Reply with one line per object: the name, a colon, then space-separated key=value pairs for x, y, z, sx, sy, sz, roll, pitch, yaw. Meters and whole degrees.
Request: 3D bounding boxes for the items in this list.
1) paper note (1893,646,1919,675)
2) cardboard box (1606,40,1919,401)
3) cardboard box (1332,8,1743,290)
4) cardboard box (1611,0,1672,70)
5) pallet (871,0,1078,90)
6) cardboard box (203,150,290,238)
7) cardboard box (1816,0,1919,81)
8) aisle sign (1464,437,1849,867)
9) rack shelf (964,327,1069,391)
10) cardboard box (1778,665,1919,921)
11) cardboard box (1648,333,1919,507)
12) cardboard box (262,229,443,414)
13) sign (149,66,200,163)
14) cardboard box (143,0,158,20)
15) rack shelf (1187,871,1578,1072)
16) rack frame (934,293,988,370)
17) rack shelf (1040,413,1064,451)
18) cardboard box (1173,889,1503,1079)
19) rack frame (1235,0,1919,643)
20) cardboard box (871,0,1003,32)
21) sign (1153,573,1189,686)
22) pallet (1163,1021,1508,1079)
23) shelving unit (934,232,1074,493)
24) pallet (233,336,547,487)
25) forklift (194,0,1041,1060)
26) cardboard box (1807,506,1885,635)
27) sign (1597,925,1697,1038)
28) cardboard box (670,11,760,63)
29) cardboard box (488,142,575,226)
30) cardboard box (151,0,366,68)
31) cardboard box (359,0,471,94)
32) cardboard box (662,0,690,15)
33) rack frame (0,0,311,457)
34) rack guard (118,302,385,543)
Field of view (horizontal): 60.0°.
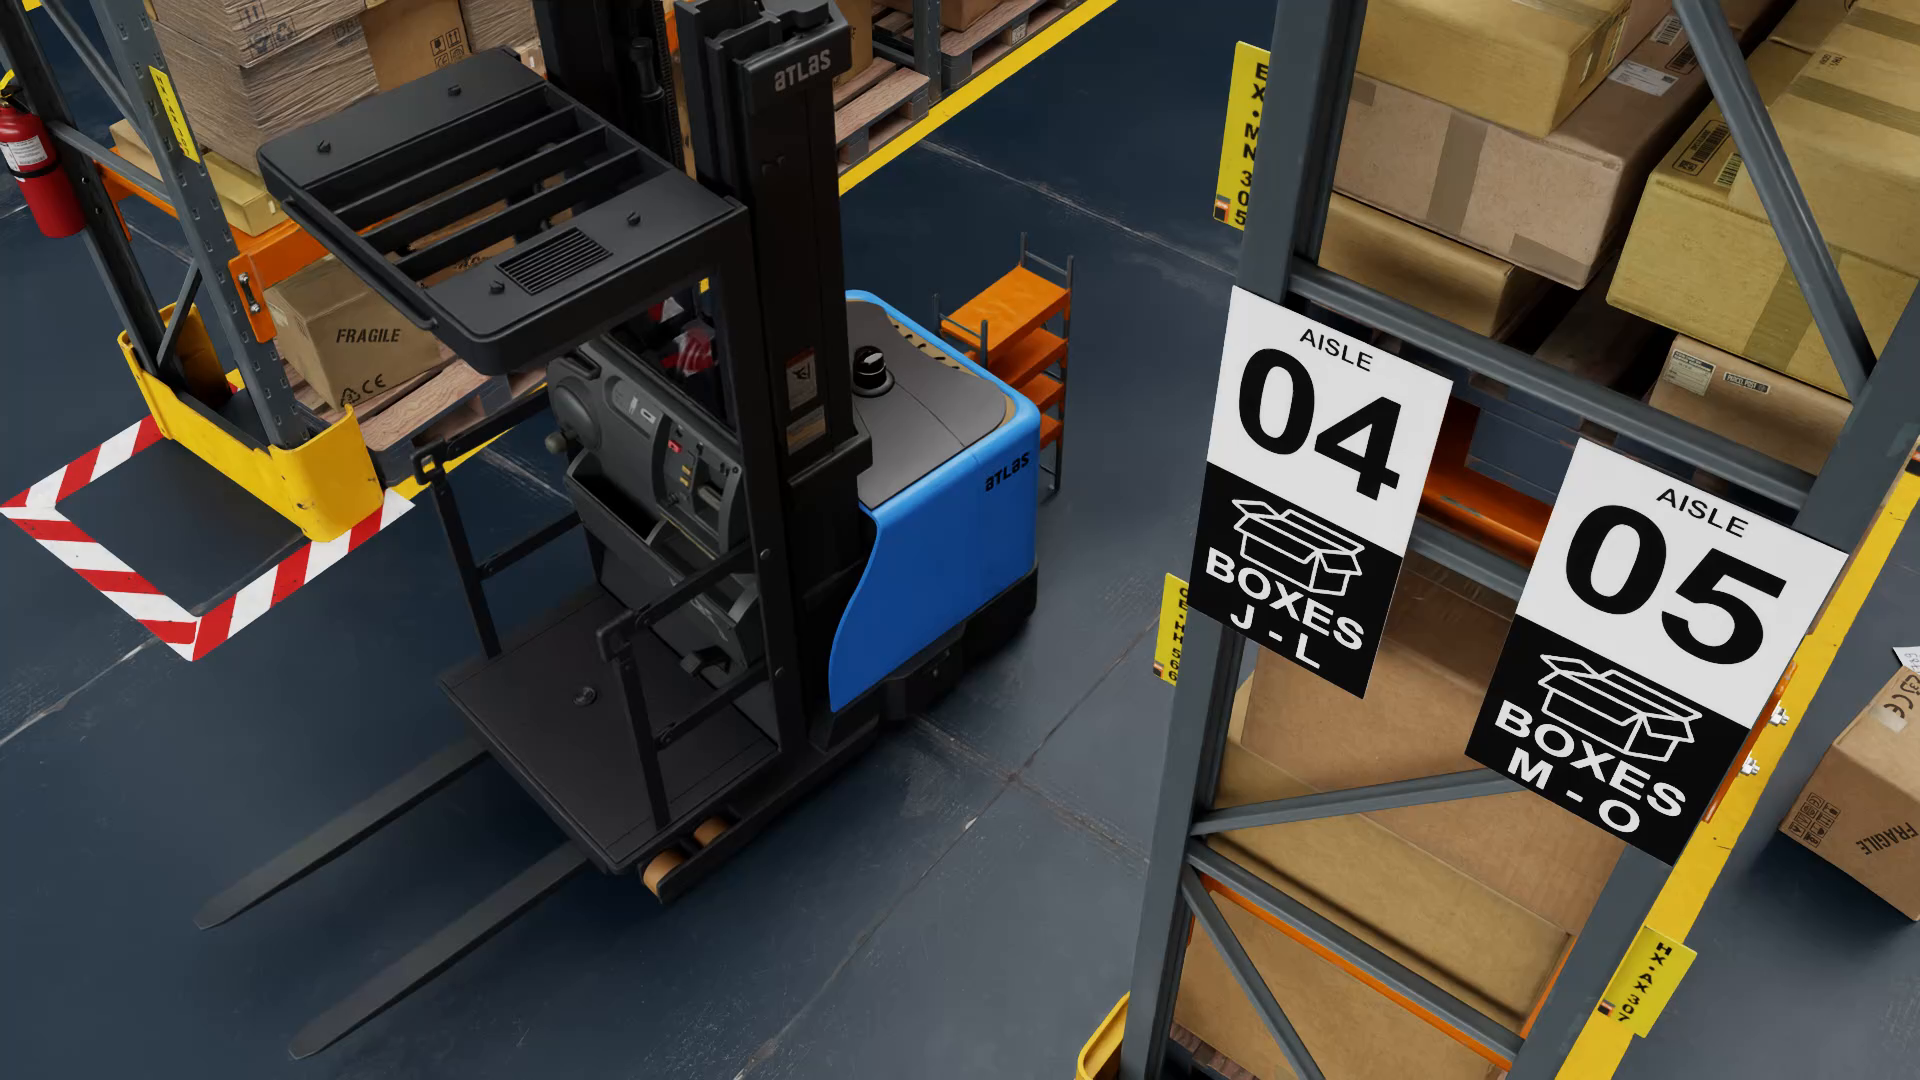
paper note: x=3.637 y=0.453 z=6.296 sx=0.147 sy=0.020 sz=0.142 roll=-2 pitch=46 yaw=-2
cardboard box: x=1.384 y=-0.498 z=2.615 sx=0.500 sy=0.250 sz=0.500 roll=29 pitch=53 yaw=25
cardboard box: x=0.964 y=-0.739 z=2.845 sx=0.500 sy=0.250 sz=0.500 roll=30 pitch=53 yaw=25
cardboard box: x=0.977 y=-0.958 z=2.779 sx=0.380 sy=0.149 sz=0.250 roll=29 pitch=53 yaw=25
pallet: x=-0.057 y=-3.091 z=9.556 sx=1.003 sy=0.211 sz=1.213 roll=29 pitch=53 yaw=25
cardboard box: x=-2.615 y=-1.290 z=6.081 sx=0.380 sy=0.149 sz=0.250 roll=29 pitch=53 yaw=25
cardboard box: x=1.496 y=-0.666 z=2.500 sx=0.380 sy=0.149 sz=0.250 roll=29 pitch=53 yaw=25
aisle sign: x=1.080 y=0.207 z=2.680 sx=0.394 sy=0.787 sz=0.004 roll=29 pitch=53 yaw=25
rack shelf: x=0.162 y=-0.647 z=6.322 sx=0.258 sy=0.148 sz=0.480 roll=32 pitch=54 yaw=27
cardboard box: x=3.194 y=0.847 z=5.593 sx=0.500 sy=0.500 sz=0.500 roll=-33 pitch=55 yaw=-28
cardboard box: x=1.349 y=-0.252 z=2.656 sx=0.380 sy=0.149 sz=0.250 roll=30 pitch=53 yaw=25
cardboard box: x=-2.583 y=-0.950 z=7.022 sx=0.500 sy=0.500 sz=0.500 roll=-33 pitch=54 yaw=-27
sign: x=-2.548 y=-1.378 z=5.393 sx=0.100 sy=0.325 sz=0.005 roll=29 pitch=53 yaw=25
cardboard box: x=-2.837 y=-2.226 z=5.835 sx=0.500 sy=0.500 sz=0.500 roll=29 pitch=53 yaw=25
rack shelf: x=2.108 y=0.036 z=5.139 sx=1.077 sy=0.370 sz=4.000 roll=29 pitch=53 yaw=25
rack frame: x=0.003 y=-0.405 z=6.307 sx=0.240 sy=1.200 sz=0.015 roll=32 pitch=54 yaw=27
rack shelf: x=0.162 y=-0.355 z=6.627 sx=0.258 sy=0.148 sz=0.480 roll=32 pitch=54 yaw=27
cardboard box: x=1.248 y=1.103 z=4.801 sx=0.875 sy=0.875 sz=0.875 roll=29 pitch=53 yaw=25
rack frame: x=0.886 y=-1.141 z=1.616 sx=1.000 sy=3.000 sz=0.127 roll=29 pitch=53 yaw=25
cardboard box: x=-0.140 y=-3.238 z=9.193 sx=0.700 sy=0.500 sz=0.500 roll=25 pitch=51 yaw=22
sign: x=0.465 y=0.202 z=3.518 sx=0.100 sy=0.325 sz=0.005 roll=29 pitch=53 yaw=25
pallet: x=1.313 y=1.403 z=5.264 sx=1.003 sy=0.211 sz=1.213 roll=29 pitch=53 yaw=25
shelving unit: x=0.162 y=-0.539 z=6.435 sx=0.258 sy=1.200 sz=0.503 roll=32 pitch=54 yaw=27
pallet: x=-2.406 y=-0.848 z=7.415 sx=1.003 sy=0.211 sz=1.213 roll=29 pitch=53 yaw=25
forklift: x=-1.117 y=-0.238 z=4.950 sx=3.031 sy=2.935 sz=1.130 roll=-35 pitch=55 yaw=-29
cardboard box: x=1.856 y=-0.304 z=4.116 sx=0.875 sy=0.550 sz=0.550 roll=29 pitch=53 yaw=25
sign: x=1.321 y=0.854 z=3.206 sx=0.100 sy=0.325 sz=0.005 roll=29 pitch=53 yaw=25
cardboard box: x=-1.152 y=-2.347 z=8.356 sx=0.500 sy=0.500 sz=0.500 roll=-26 pitch=52 yaw=-23
cardboard box: x=-1.846 y=-1.658 z=7.697 sx=0.500 sy=0.500 sz=0.500 roll=34 pitch=55 yaw=28
cardboard box: x=-2.426 y=-1.996 z=5.616 sx=0.500 sy=0.500 sz=0.500 roll=29 pitch=53 yaw=25
cardboard box: x=-2.409 y=-2.098 z=6.405 sx=0.875 sy=0.500 sz=0.500 roll=29 pitch=53 yaw=25
cardboard box: x=-1.360 y=-2.416 z=7.157 sx=0.380 sy=0.149 sz=0.250 roll=29 pitch=53 yaw=25
rack frame: x=-2.978 y=-1.319 z=5.936 sx=1.000 sy=3.000 sz=0.127 roll=29 pitch=53 yaw=25
rack guard: x=-2.931 y=-0.499 z=6.881 sx=1.175 sy=0.500 sz=0.348 roll=29 pitch=53 yaw=25
